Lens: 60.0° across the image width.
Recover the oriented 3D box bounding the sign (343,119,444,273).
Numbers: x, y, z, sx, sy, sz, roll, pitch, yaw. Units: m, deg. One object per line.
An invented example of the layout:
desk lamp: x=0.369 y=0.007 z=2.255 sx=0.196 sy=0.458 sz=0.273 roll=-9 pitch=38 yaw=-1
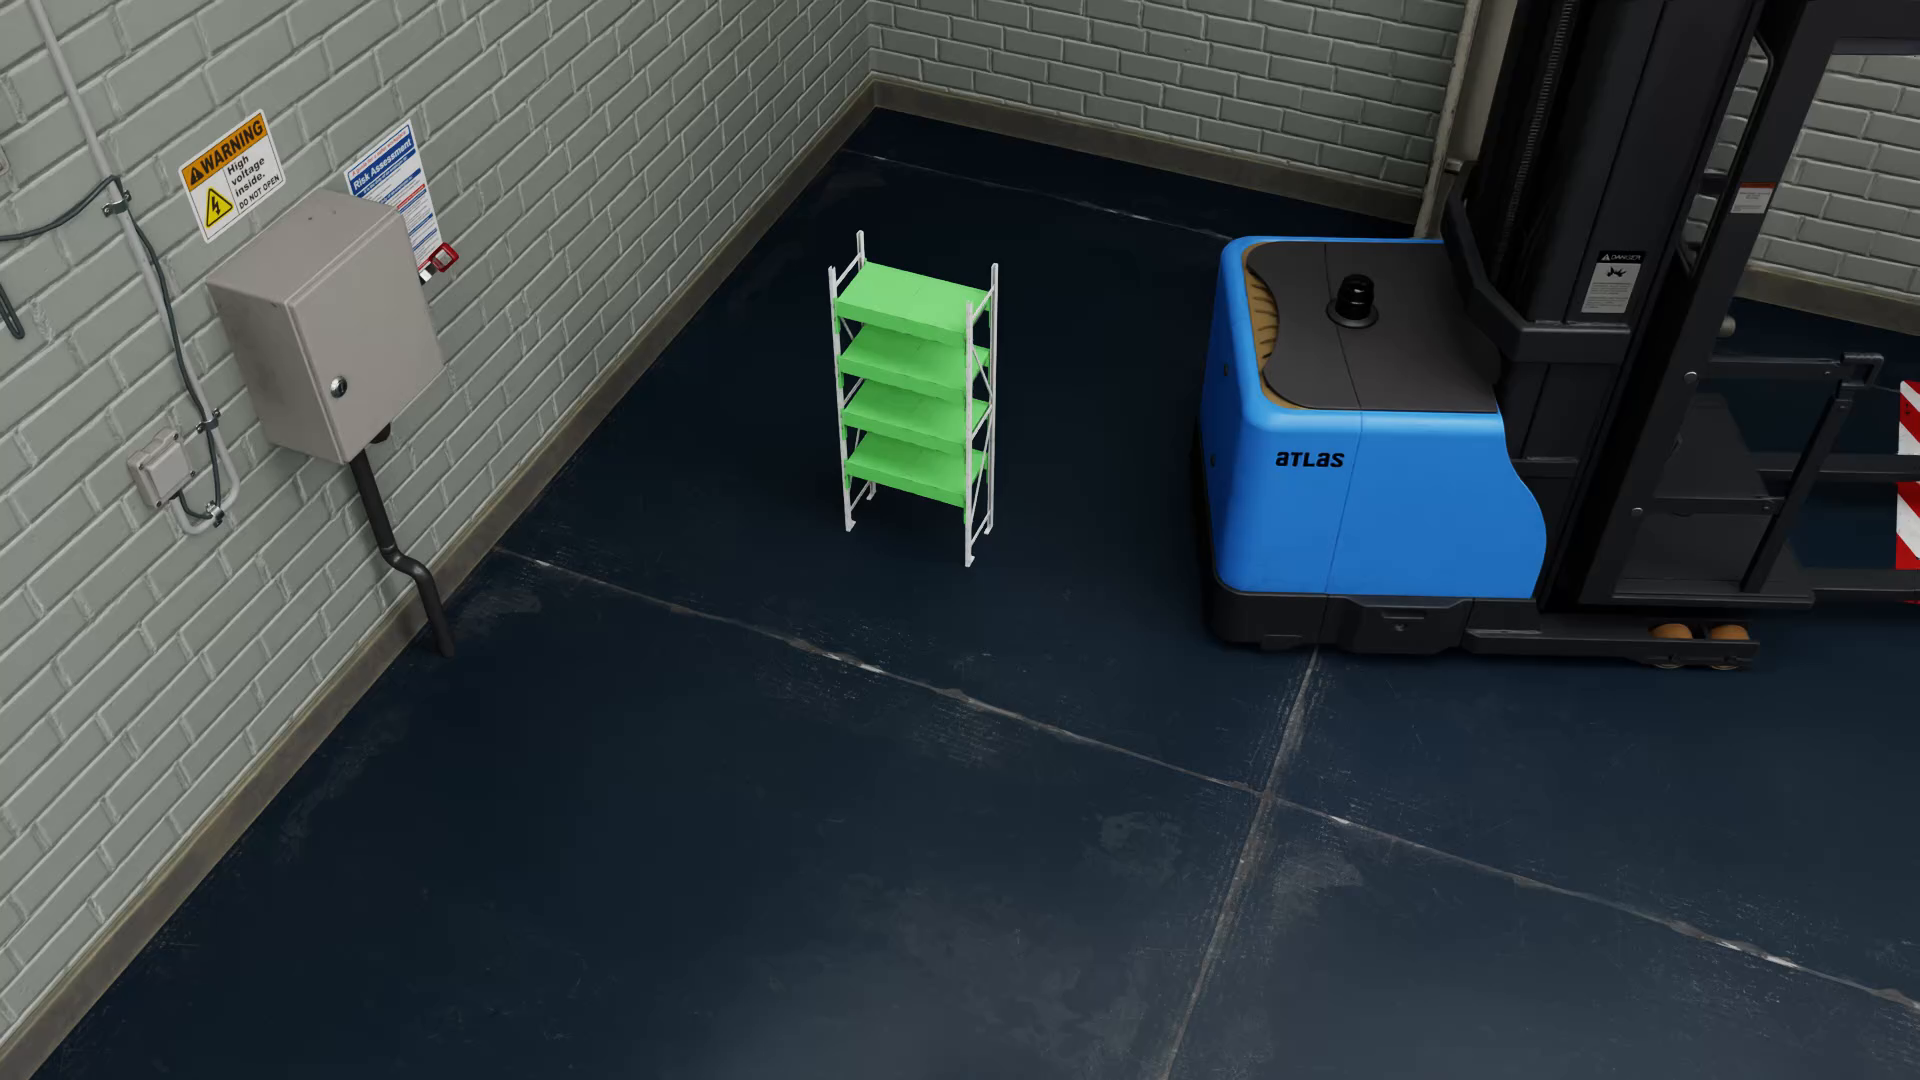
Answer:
sign: x=-1.769 y=-1.025 z=5.221 sx=0.001 sy=0.494 sz=0.329 roll=16 pitch=47 yaw=16

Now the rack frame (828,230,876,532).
rack frame: x=-0.378 y=-0.537 z=5.939 sx=0.015 sy=1.200 sz=0.240 roll=16 pitch=47 yaw=16

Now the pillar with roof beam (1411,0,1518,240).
pillar with roof beam: x=0.611 y=-1.712 z=1.591 sx=0.400 sy=9.000 sz=9.100 roll=16 pitch=47 yaw=16

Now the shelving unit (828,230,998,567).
shelving unit: x=-0.153 y=-0.470 z=5.872 sx=0.503 sy=1.200 sz=0.258 roll=16 pitch=47 yaw=16

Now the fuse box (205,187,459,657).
fuse box: x=-1.768 y=-0.224 z=5.262 sx=0.414 sy=1.711 sz=0.539 roll=16 pitch=47 yaw=16

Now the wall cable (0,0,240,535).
wall cable: x=-2.176 y=-0.640 z=4.046 sx=0.122 sy=1.984 sz=0.588 roll=16 pitch=47 yaw=16

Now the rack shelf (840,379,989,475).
rack shelf: x=-0.153 y=-0.425 z=5.917 sx=0.480 sy=0.148 sz=0.258 roll=16 pitch=47 yaw=16

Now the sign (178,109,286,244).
sign: x=-1.980 y=-0.994 z=4.537 sx=0.001 sy=0.242 sz=0.339 roll=16 pitch=47 yaw=16

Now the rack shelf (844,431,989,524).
rack shelf: x=-0.153 y=-0.255 z=6.086 sx=0.480 sy=0.148 sz=0.258 roll=16 pitch=47 yaw=16

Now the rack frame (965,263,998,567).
rack frame: x=0.072 y=-0.404 z=5.805 sx=0.015 sy=1.200 sz=0.240 roll=16 pitch=47 yaw=16

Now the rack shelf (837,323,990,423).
rack shelf: x=-0.153 y=-0.595 z=5.748 sx=0.480 sy=0.148 sz=0.258 roll=16 pitch=47 yaw=16

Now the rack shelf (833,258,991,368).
rack shelf: x=-0.153 y=-0.765 z=5.578 sx=0.480 sy=0.148 sz=0.258 roll=16 pitch=47 yaw=16

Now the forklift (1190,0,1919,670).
forklift: x=2.395 y=-0.971 z=5.148 sx=3.031 sy=2.935 sz=1.130 roll=1 pitch=45 yaw=1
